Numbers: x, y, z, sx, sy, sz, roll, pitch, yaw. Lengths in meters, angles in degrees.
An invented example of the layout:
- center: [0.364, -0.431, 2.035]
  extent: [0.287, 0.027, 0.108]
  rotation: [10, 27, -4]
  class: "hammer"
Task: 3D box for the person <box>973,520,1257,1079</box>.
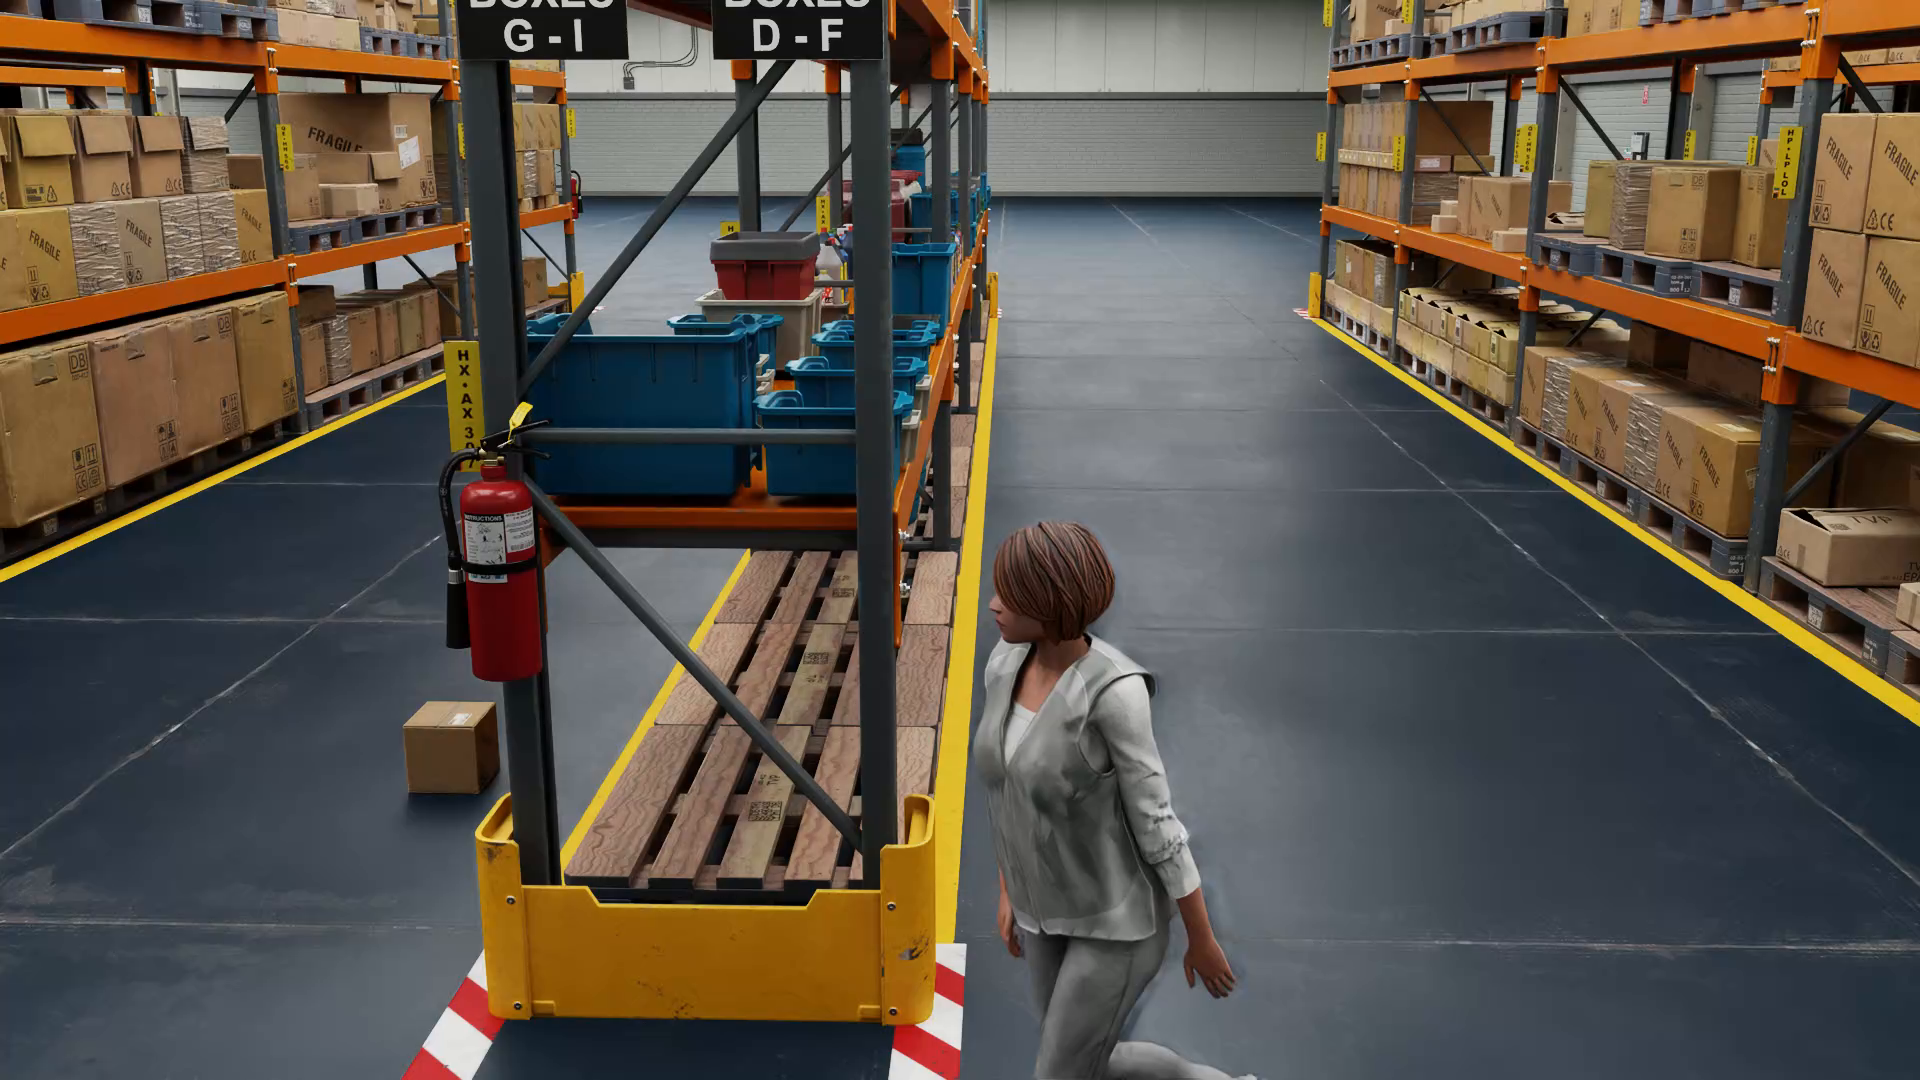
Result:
- center: [0.301, 0.708, 3.213]
  extent: [0.760, 1.559, 0.494]
  rotation: [-9, 17, -32]
  class: "person"
